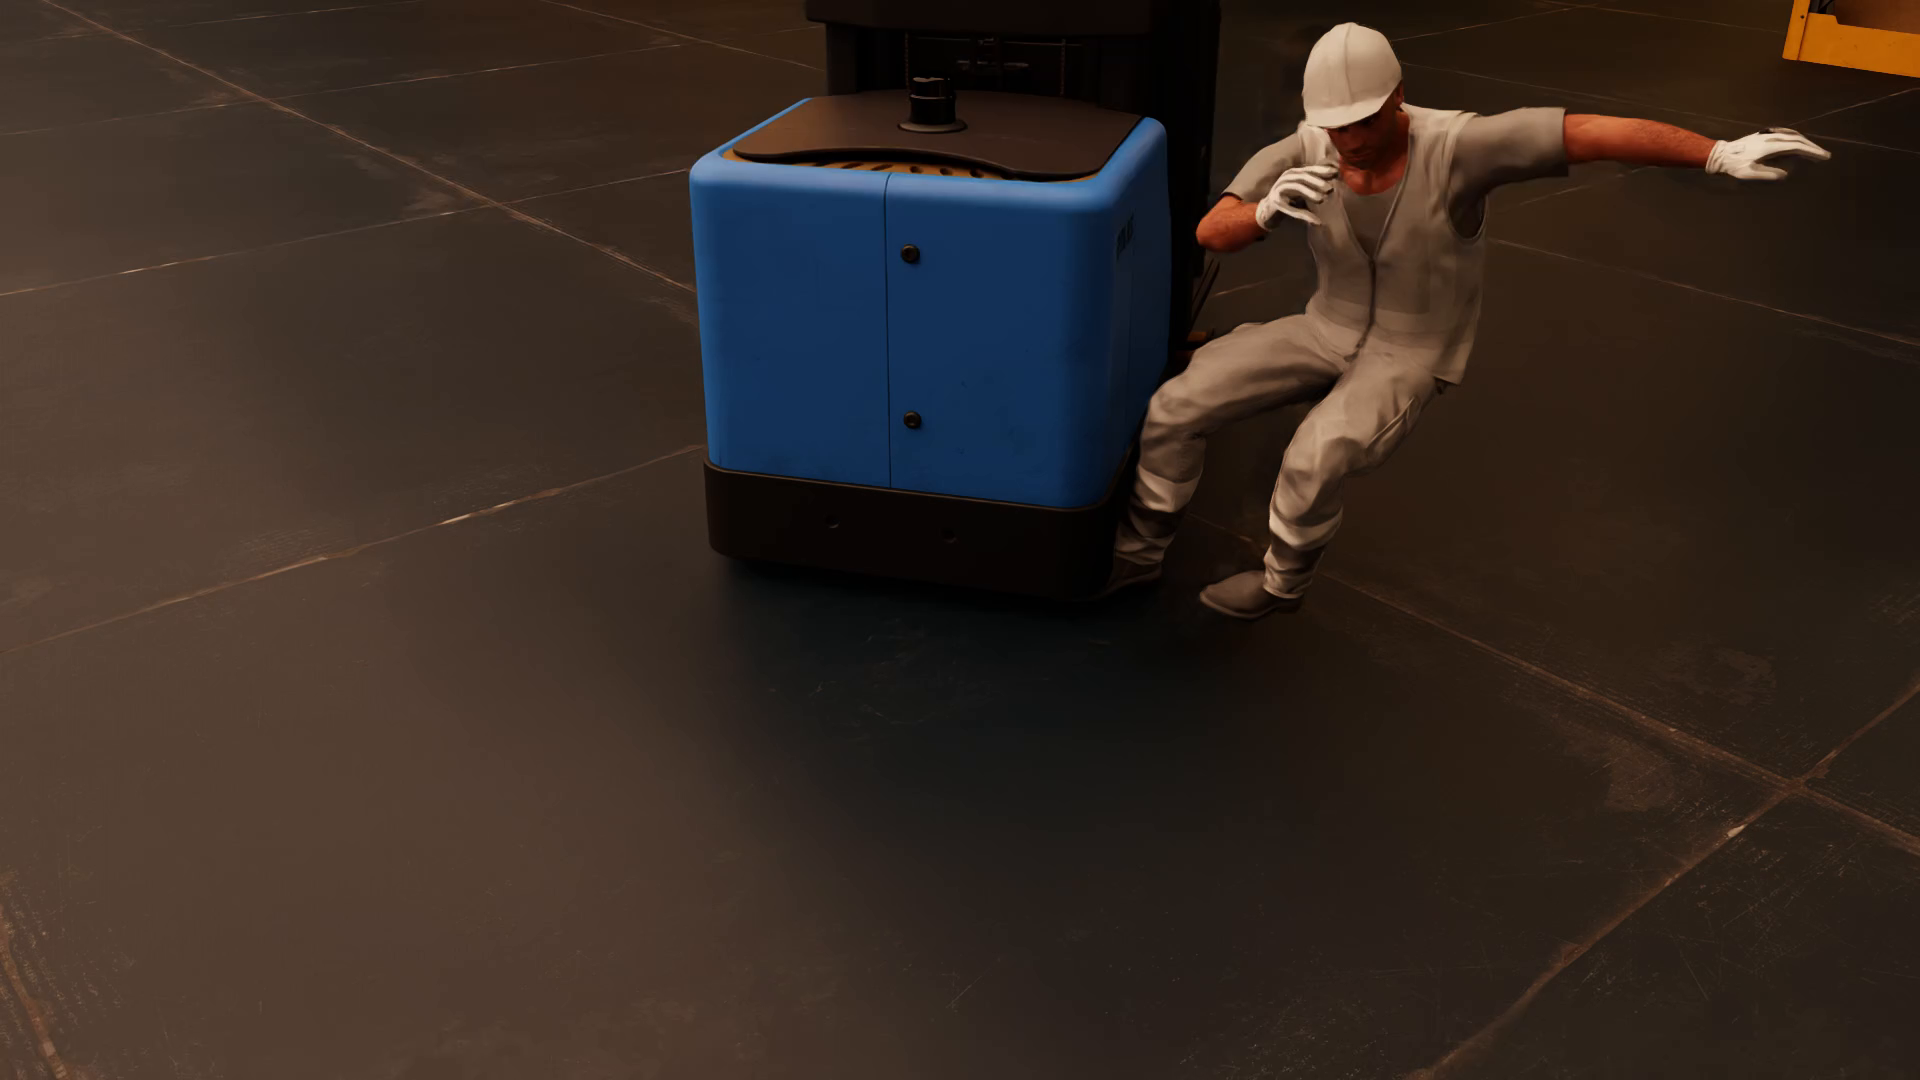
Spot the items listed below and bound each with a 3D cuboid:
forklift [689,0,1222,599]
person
[{"bbox_3d":[0.230,-1.803,4.837,1.130,2.935,3.031,7,27,14],"label":"forklift"},{"bbox_3d":[0.967,-0.394,3.686,1.497,1.445,0.749,18,32,32],"label":"person"}]
